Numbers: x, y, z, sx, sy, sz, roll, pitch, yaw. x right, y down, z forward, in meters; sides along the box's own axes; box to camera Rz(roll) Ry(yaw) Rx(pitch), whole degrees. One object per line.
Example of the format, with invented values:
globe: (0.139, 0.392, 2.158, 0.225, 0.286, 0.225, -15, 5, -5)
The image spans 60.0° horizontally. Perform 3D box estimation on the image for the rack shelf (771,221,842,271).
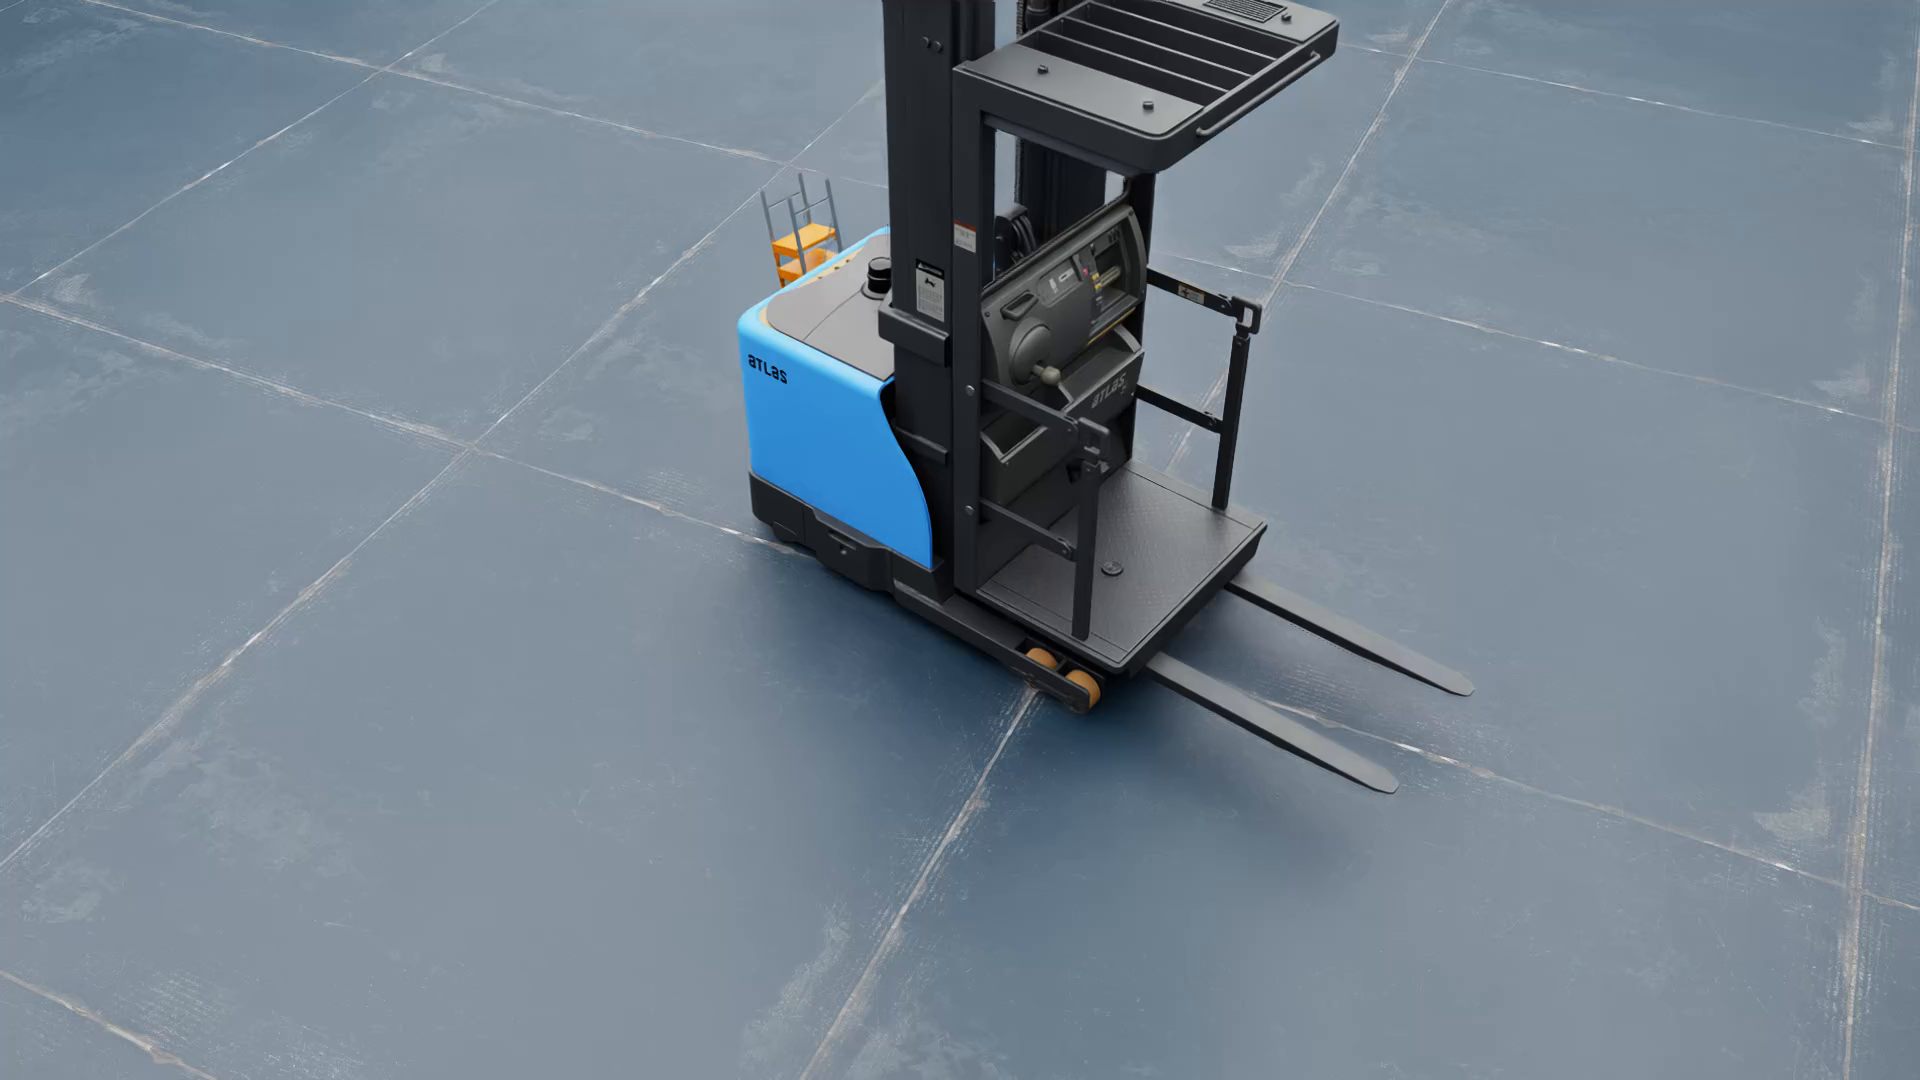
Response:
rack shelf: (-0.675, -1.300, 7.352, 0.180, 0.103, 0.258, 22, 44, 40)

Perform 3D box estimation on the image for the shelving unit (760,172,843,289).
shelving unit: (-0.628, -1.037, 7.520, 0.189, 1.200, 0.258, 22, 44, 40)

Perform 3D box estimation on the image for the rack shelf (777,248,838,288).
rack shelf: (-0.657, -1.200, 7.416, 0.180, 0.103, 0.258, 22, 44, 40)

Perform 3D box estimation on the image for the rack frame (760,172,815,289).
rack frame: (-0.693, -1.064, 7.579, 0.006, 1.200, 0.240, 22, 44, 40)

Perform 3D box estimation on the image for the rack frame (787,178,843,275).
rack frame: (-0.563, -1.011, 7.461, 0.006, 1.200, 0.240, 22, 44, 40)

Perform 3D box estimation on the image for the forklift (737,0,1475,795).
forklift: (0.555, -0.831, 5.971, 3.031, 2.935, 1.130, 28, 48, 28)
